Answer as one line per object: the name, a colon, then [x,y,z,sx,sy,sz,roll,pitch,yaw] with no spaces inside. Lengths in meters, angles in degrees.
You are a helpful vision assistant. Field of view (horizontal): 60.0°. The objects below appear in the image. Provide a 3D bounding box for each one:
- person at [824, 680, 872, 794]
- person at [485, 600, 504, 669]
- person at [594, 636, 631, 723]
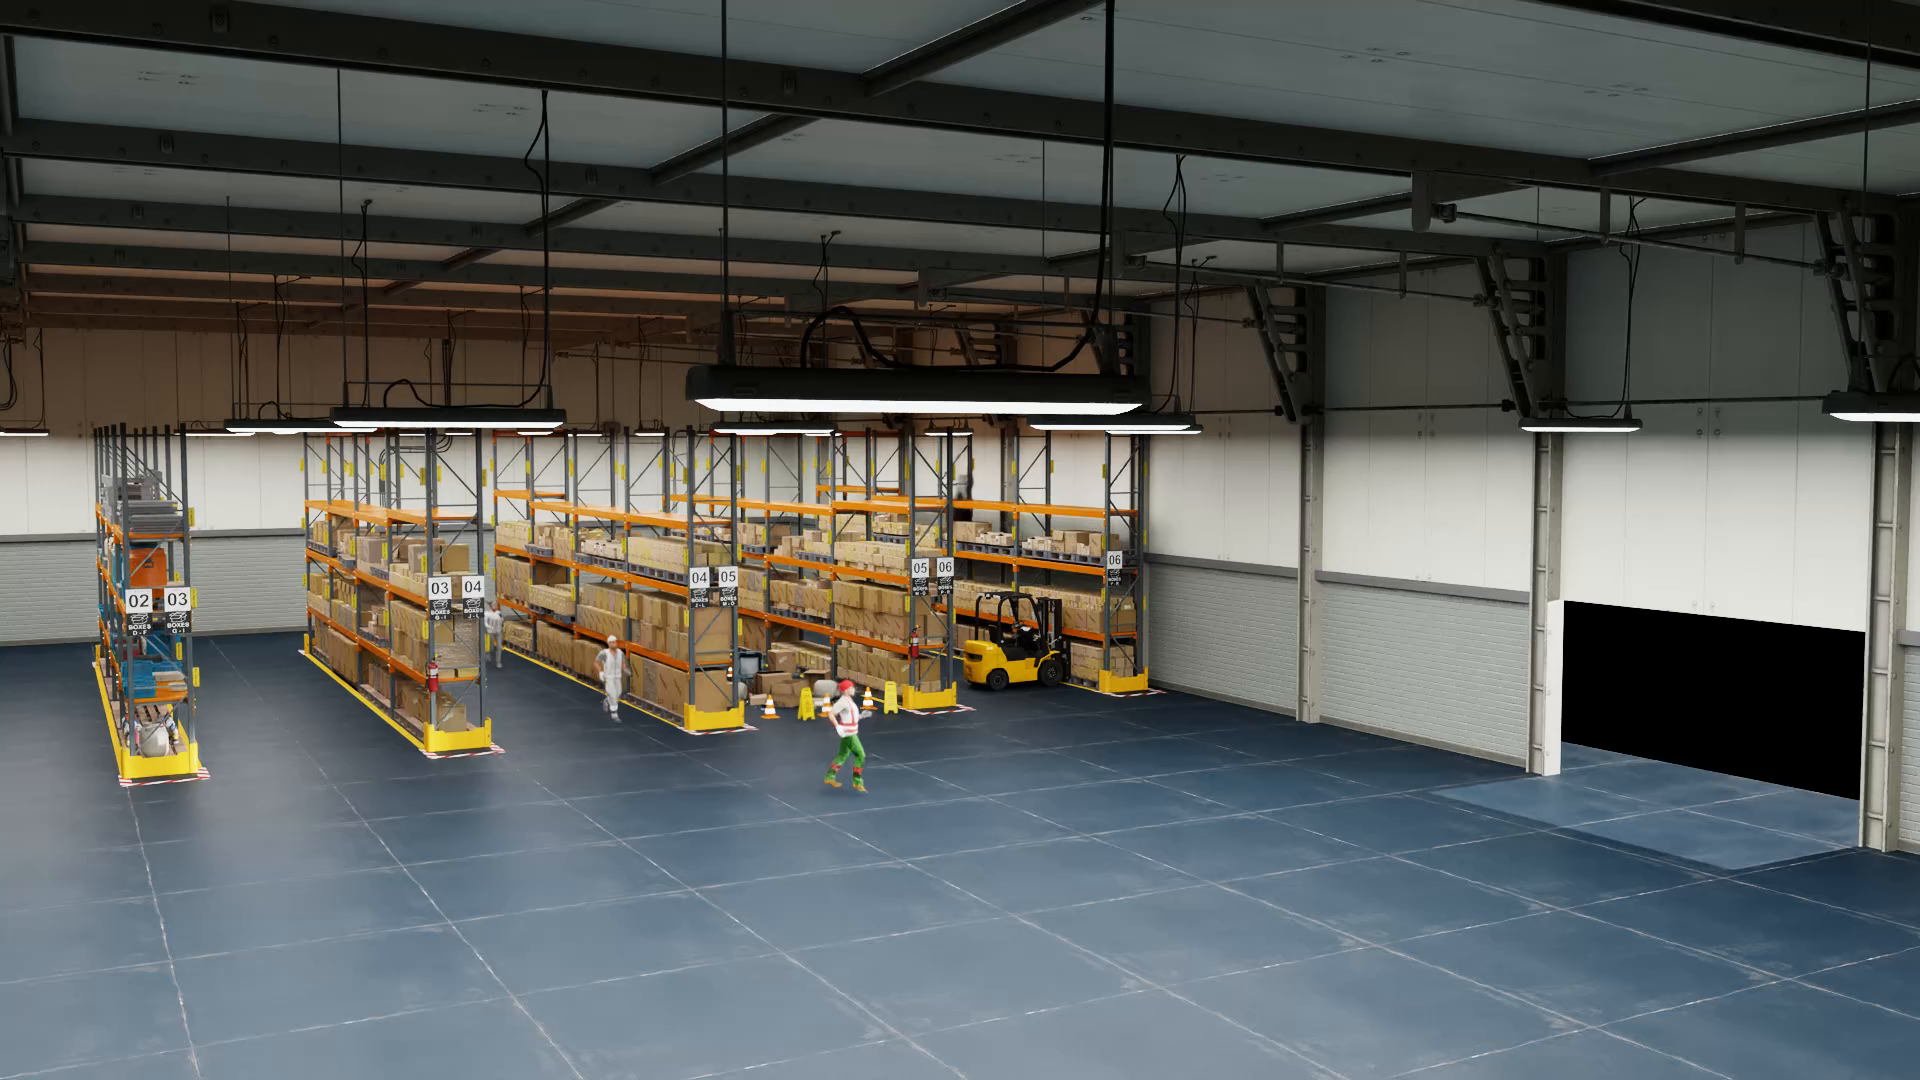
person: [-1.824,3.190,26.967,0.797,1.849,0.649,0,3,1]
person: [-11.716,2.334,41.842,0.617,1.657,0.829,-3,4,-36]
person: [-7.122,2.806,33.805,0.636,1.753,0.831,-3,5,-40]
